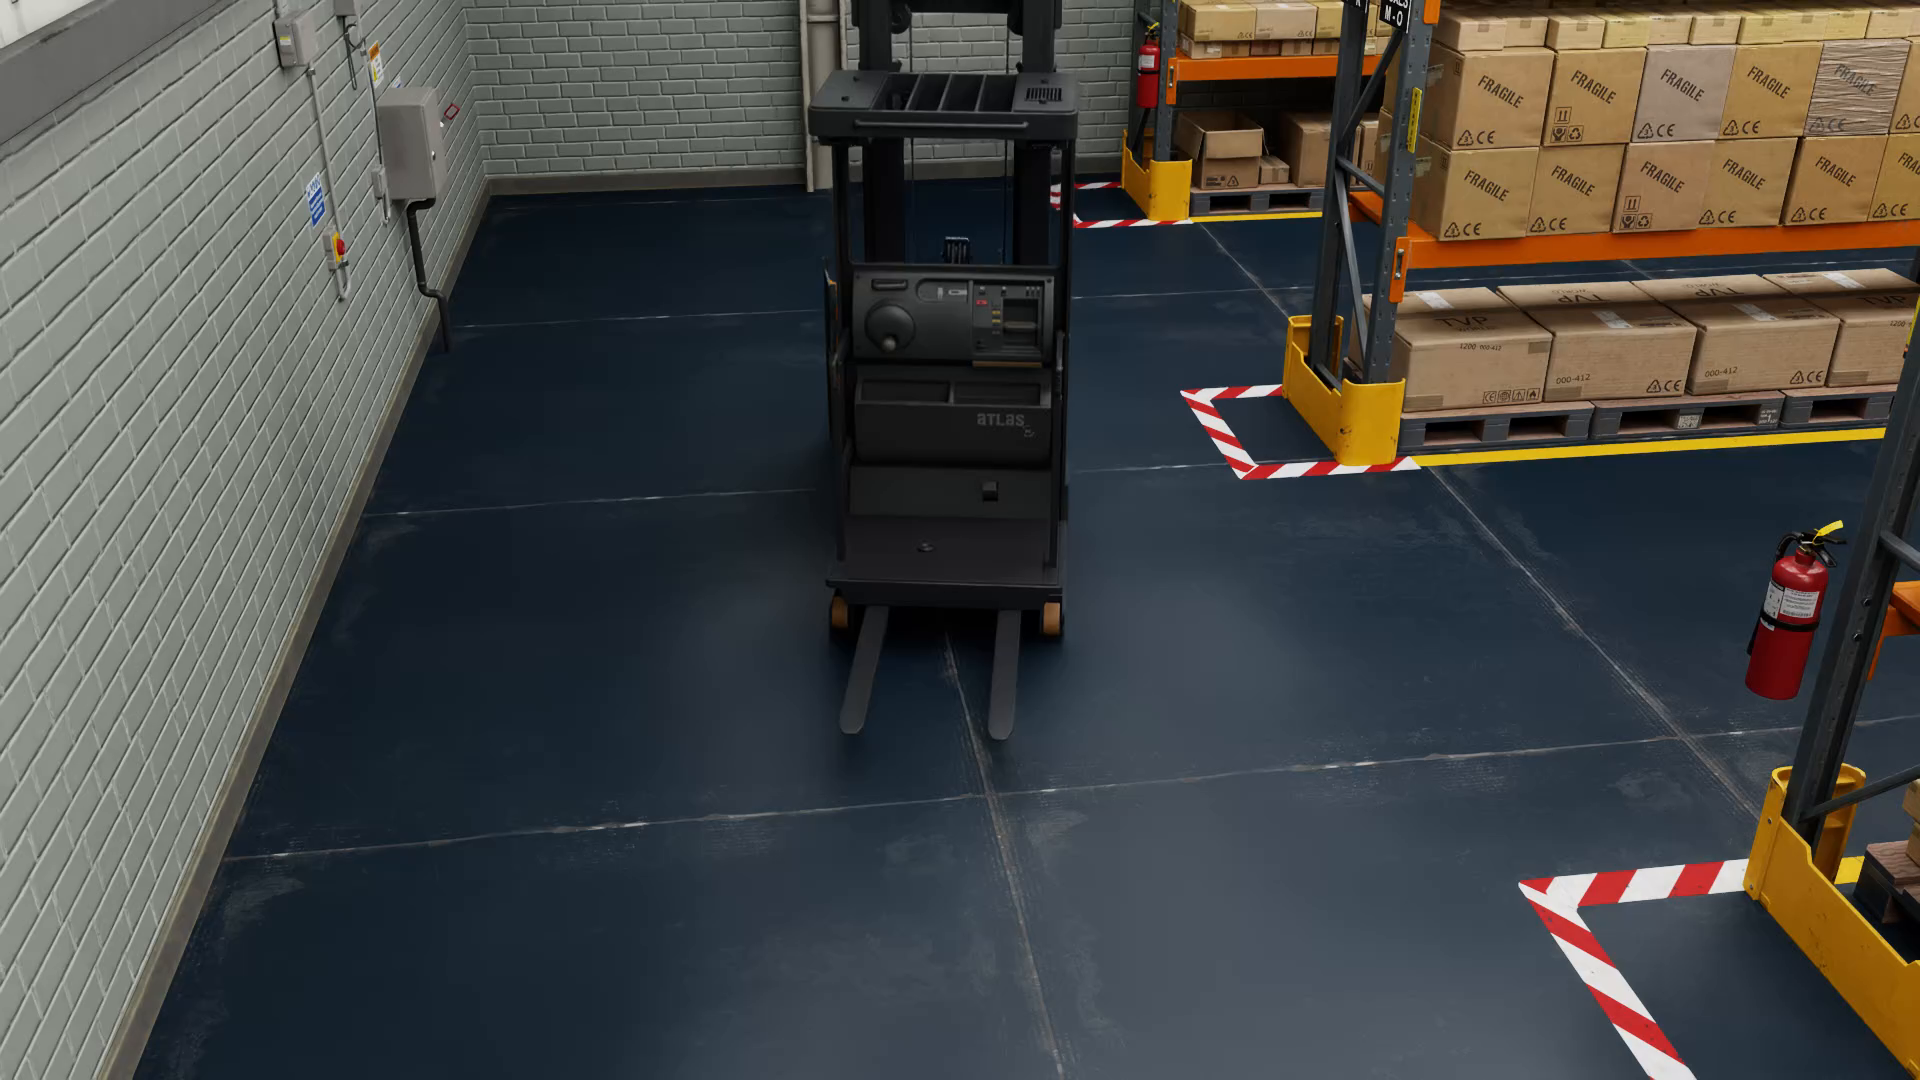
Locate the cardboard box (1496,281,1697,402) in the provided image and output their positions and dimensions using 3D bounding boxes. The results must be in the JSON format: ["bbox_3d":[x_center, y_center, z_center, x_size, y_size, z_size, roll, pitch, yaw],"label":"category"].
[{"bbox_3d":[3.852,-1.227,10.203,0.875,0.438,0.875,-3,27,-6],"label":"cardboard box"}]

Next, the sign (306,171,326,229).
[{"bbox_3d":[-3.327,-1.757,8.592,0.001,0.218,0.327,-4,27,-7],"label":"sign"}]

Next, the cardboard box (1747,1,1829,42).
[{"bbox_3d":[4.491,-2.825,9.055,0.250,0.149,0.380,-4,27,-7],"label":"cardboard box"}]

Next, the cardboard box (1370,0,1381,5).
[{"bbox_3d":[3.584,-4.677,13.596,0.500,0.500,0.500,-3,27,-6],"label":"cardboard box"}]

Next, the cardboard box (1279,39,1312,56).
[{"bbox_3d":[2.735,-4.118,13.765,0.250,0.149,0.380,-3,27,-5],"label":"cardboard box"}]

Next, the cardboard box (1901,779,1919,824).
[{"bbox_3d":[3.580,0.987,5.878,0.250,0.149,0.380,-4,27,-8],"label":"cardboard box"}]

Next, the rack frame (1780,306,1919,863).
[{"bbox_3d":[3.097,0.200,5.074,0.127,3.000,1.000,-4,27,-7],"label":"rack frame"}]

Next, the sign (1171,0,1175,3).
[{"bbox_3d":[1.688,-4.415,13.120,0.005,0.325,0.100,-4,27,-7],"label":"sign"}]

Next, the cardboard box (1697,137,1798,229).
[{"bbox_3d":[4.319,-2.085,9.418,0.500,0.500,0.500,-3,27,-5],"label":"cardboard box"}]

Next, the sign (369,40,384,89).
[{"bbox_3d":[-3.619,-2.950,10.309,0.001,0.242,0.339,-4,27,-7],"label":"sign"}]

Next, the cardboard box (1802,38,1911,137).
[{"bbox_3d":[4.833,-2.555,9.239,0.500,0.500,0.500,-3,27,-6],"label":"cardboard box"}]

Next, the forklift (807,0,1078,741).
[{"bbox_3d":[-0.044,-1.002,7.493,1.130,2.935,3.031,2,27,3],"label":"forklift"}]

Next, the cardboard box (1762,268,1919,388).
[{"bbox_3d":[5.631,-1.341,10.425,0.875,0.438,0.875,-4,27,-8],"label":"cardboard box"}]

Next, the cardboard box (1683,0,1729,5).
[{"bbox_3d":[4.153,-3.037,9.467,0.250,0.149,0.380,-3,27,-5],"label":"cardboard box"}]

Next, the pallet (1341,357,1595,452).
[{"bbox_3d":[3.088,-0.877,10.228,1.213,0.211,1.003,-4,27,-7],"label":"pallet"}]

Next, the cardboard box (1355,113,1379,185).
[{"bbox_3d":[3.620,-3.371,14.312,0.500,0.500,0.500,-3,27,-6],"label":"cardboard box"}]

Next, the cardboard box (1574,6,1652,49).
[{"bbox_3d":[3.478,-2.745,8.899,0.250,0.149,0.380,-5,28,-9],"label":"cardboard box"}]

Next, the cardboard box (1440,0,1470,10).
[{"bbox_3d":[2.635,-2.923,9.245,0.250,0.149,0.380,-3,27,-6],"label":"cardboard box"}]

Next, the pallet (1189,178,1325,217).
[{"bbox_3d":[2.476,-3.090,14.542,1.213,0.211,1.003,-4,27,-7],"label":"pallet"}]

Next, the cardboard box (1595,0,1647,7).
[{"bbox_3d":[3.650,-2.986,9.369,0.250,0.149,0.380,-4,27,-8],"label":"cardboard box"}]

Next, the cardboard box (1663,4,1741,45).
[{"bbox_3d":[3.984,-2.783,8.972,0.250,0.149,0.380,-3,27,-7],"label":"cardboard box"}]

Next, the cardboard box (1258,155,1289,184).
[{"bbox_3d":[2.657,-3.199,14.362,0.250,0.149,0.380,-5,28,-9],"label":"cardboard box"}]

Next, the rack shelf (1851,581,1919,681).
[{"bbox_3d":[5.077,0.393,5.487,4.000,0.370,1.077,-4,27,-7],"label":"rack shelf"}]

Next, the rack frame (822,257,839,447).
[{"bbox_3d":[-0.725,-0.989,9.445,0.032,1.125,0.500,-4,27,-8],"label":"rack frame"}]

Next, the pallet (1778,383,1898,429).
[{"bbox_3d":[5.504,-1.032,10.530,1.213,0.211,1.003,-4,27,-7],"label":"pallet"}]

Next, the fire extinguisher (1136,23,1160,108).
[{"bbox_3d":[1.531,-3.856,13.473,0.183,0.674,0.296,-4,27,-7],"label":"fire extinguisher"}]

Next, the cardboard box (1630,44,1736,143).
[{"bbox_3d":[3.841,-2.495,9.121,0.500,0.500,0.500,-4,27,-8],"label":"cardboard box"}]

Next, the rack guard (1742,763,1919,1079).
[{"bbox_3d":[3.172,1.307,5.655,0.348,0.500,1.175,-4,27,-7],"label":"rack guard"}]

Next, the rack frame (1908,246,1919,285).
[{"bbox_3d":[6.268,-2.286,9.919,0.127,3.000,1.000,-4,27,-7],"label":"rack frame"}]

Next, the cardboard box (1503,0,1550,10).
[{"bbox_3d":[3.126,-3.004,9.404,0.250,0.149,0.380,-4,27,-8],"label":"cardboard box"}]

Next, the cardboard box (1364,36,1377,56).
[{"bbox_3d":[3.258,-4.120,13.768,0.250,0.149,0.380,-4,27,-9],"label":"cardboard box"}]

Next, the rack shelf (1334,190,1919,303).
[{"bbox_3d":[4.288,-1.838,9.835,4.000,0.370,1.077,-4,27,-7],"label":"rack shelf"}]

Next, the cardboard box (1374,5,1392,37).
[{"bbox_3d":[3.603,-4.356,13.792,0.500,0.250,0.500,-4,27,-8],"label":"cardboard box"}]

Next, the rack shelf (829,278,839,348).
[{"bbox_3d":[-0.223,-1.285,9.381,1.000,0.278,0.538,-4,27,-8],"label":"rack shelf"}]

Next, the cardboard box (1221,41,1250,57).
[{"bbox_3d":[2.221,-4.097,13.725,0.250,0.149,0.380,-3,27,-6],"label":"cardboard box"}]

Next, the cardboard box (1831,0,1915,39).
[{"bbox_3d":[4.992,-2.865,9.132,0.250,0.149,0.380,-4,27,-8],"label":"cardboard box"}]

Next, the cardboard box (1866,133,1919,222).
[{"bbox_3d":[5.336,-2.150,9.545,0.500,0.500,0.500,-4,27,-8],"label":"cardboard box"}]

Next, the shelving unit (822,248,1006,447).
[{"bbox_3d":[-0.223,-1.025,9.515,1.048,1.125,0.538,-4,27,-8],"label":"shelving unit"}]

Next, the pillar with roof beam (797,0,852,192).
[{"bbox_3d":[-0.584,-5.234,9.093,0.400,9.000,9.100,-4,27,-7],"label":"pillar with roof beam"}]

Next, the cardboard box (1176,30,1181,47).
[{"bbox_3d":[1.903,-4.306,14.131,0.250,0.149,0.380,-4,27,-8],"label":"cardboard box"}]

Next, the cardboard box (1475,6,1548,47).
[{"bbox_3d":[2.947,-2.756,8.919,0.250,0.149,0.380,-3,27,-6],"label":"cardboard box"}]

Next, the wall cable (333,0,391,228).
[{"bbox_3d":[-3.483,-2.755,9.720,0.122,1.984,0.588,-4,27,-7],"label":"wall cable"}]

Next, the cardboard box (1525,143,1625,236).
[{"bbox_3d":[3.319,-2.021,9.294,0.500,0.500,0.500,-4,27,-8],"label":"cardboard box"}]

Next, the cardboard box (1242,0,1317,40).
[{"bbox_3d":[2.598,-4.280,13.644,0.500,0.250,0.500,-3,27,-7],"label":"cardboard box"}]

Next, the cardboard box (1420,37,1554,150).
[{"bbox_3d":[2.822,-2.422,8.981,0.500,0.500,0.500,-4,27,-8],"label":"cardboard box"}]

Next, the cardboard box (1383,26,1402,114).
[{"bbox_3d":[2.751,-2.659,9.442,0.500,0.500,0.500,-3,27,-5],"label":"cardboard box"}]

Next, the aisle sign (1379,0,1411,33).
[{"bbox_3d":[2.276,-3.052,8.565,0.004,0.787,0.394,-4,27,-7],"label":"aisle sign"}]
